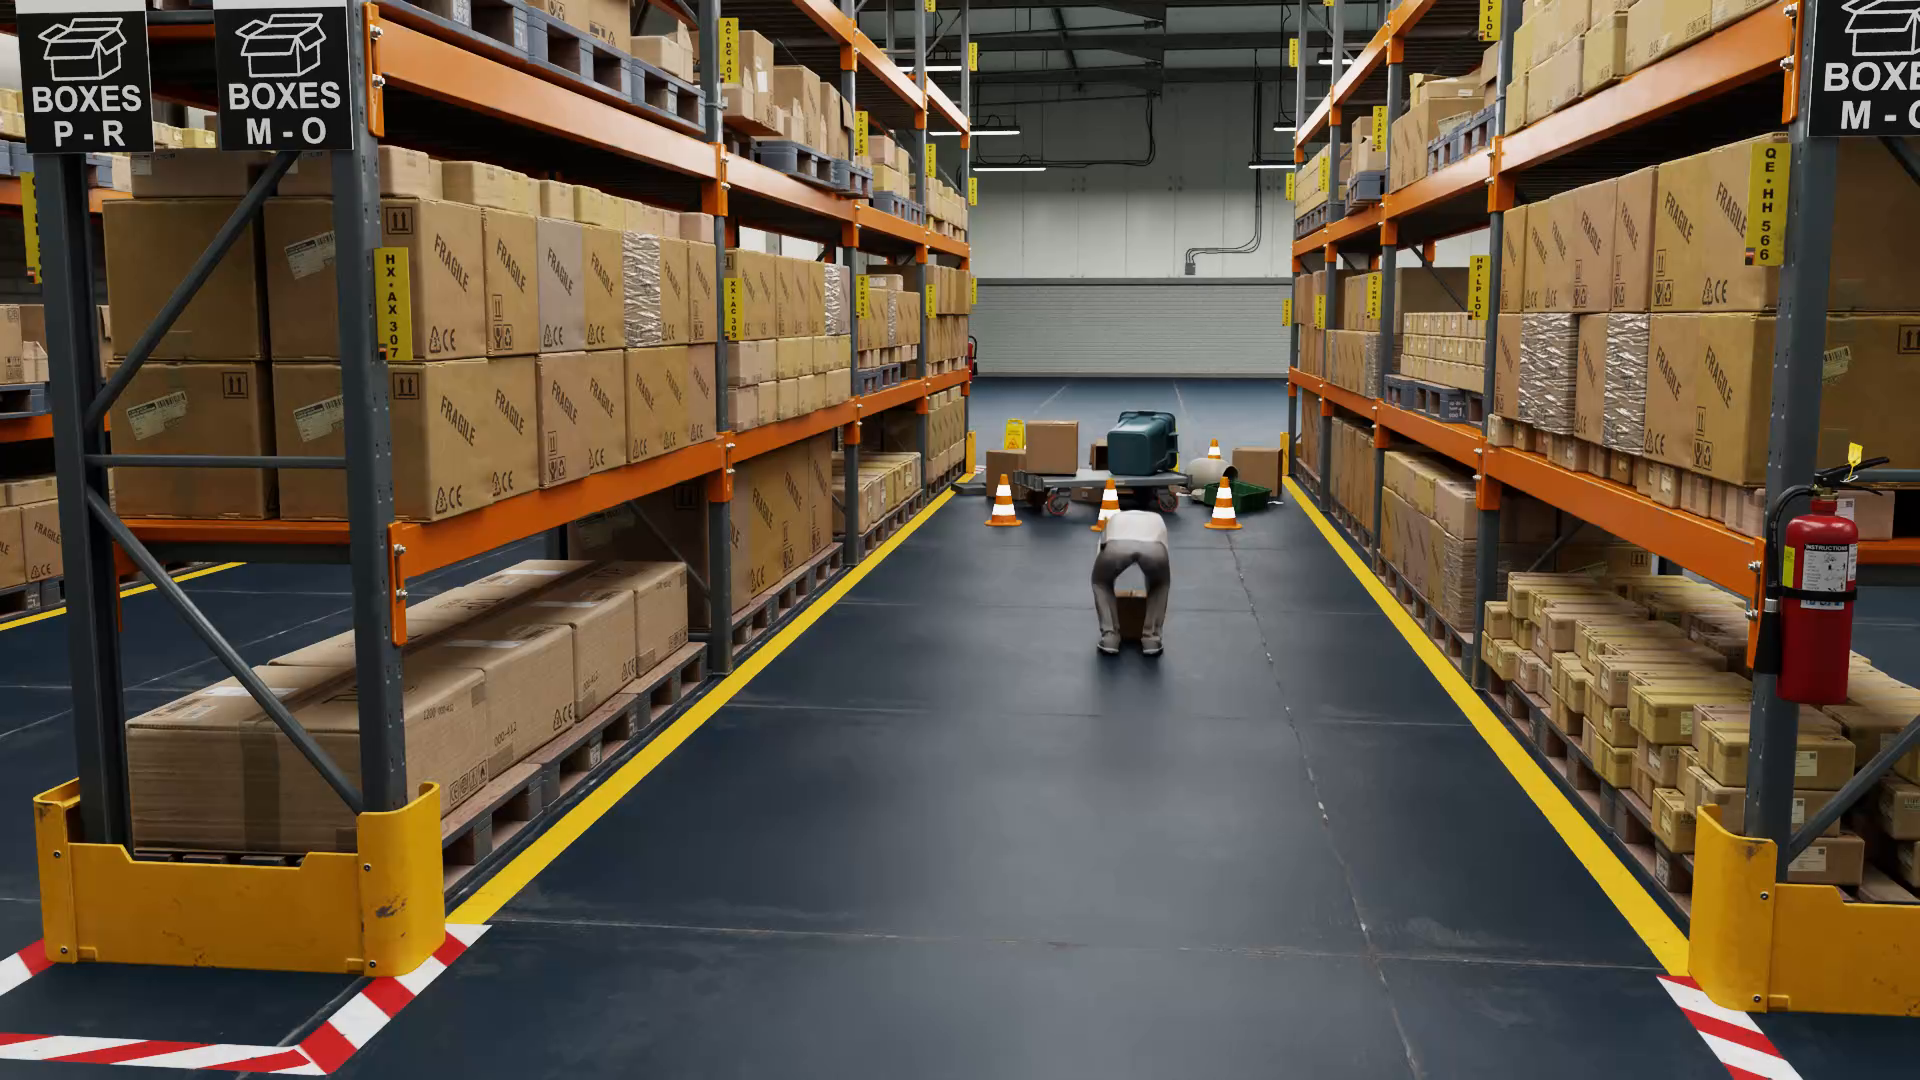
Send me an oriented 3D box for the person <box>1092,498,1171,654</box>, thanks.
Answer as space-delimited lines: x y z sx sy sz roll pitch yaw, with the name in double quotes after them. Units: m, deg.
1.005 0.185 9.772 0.459 0.903 0.879 0 8 3 "person"
